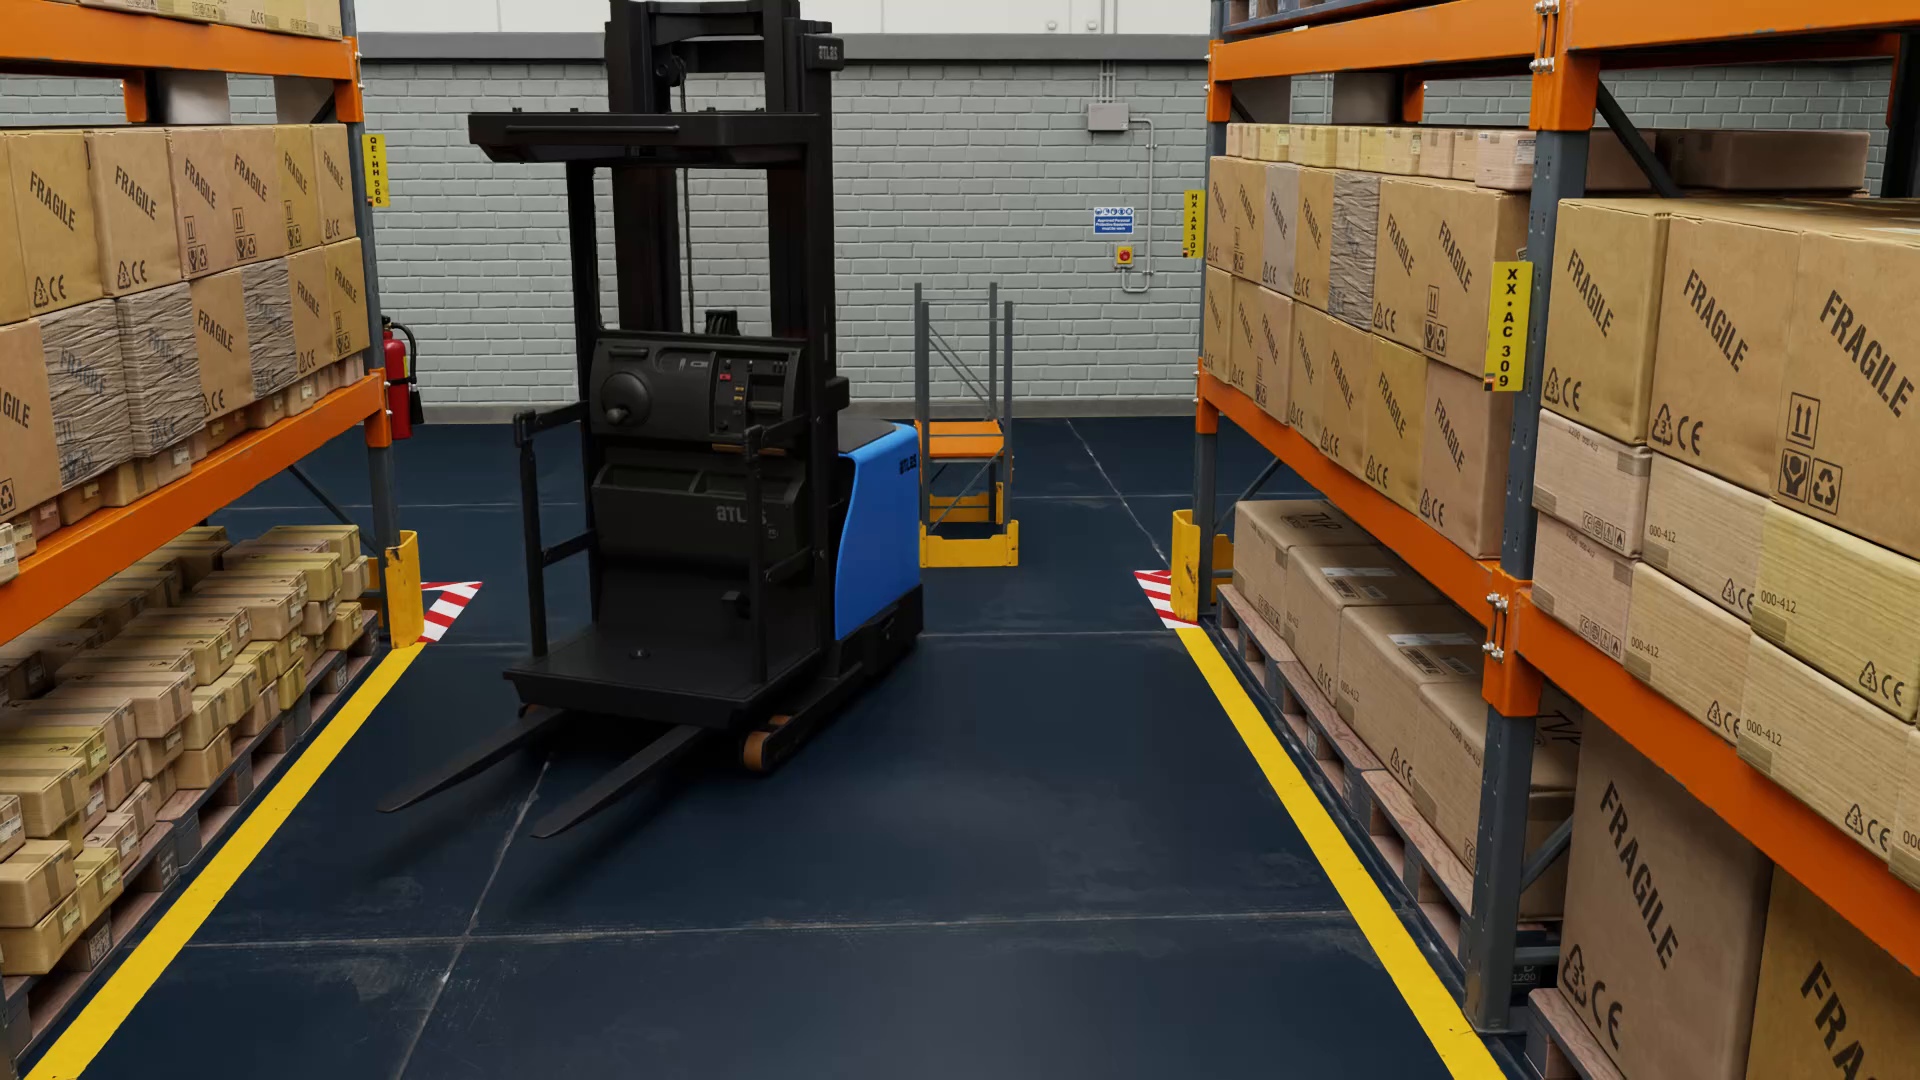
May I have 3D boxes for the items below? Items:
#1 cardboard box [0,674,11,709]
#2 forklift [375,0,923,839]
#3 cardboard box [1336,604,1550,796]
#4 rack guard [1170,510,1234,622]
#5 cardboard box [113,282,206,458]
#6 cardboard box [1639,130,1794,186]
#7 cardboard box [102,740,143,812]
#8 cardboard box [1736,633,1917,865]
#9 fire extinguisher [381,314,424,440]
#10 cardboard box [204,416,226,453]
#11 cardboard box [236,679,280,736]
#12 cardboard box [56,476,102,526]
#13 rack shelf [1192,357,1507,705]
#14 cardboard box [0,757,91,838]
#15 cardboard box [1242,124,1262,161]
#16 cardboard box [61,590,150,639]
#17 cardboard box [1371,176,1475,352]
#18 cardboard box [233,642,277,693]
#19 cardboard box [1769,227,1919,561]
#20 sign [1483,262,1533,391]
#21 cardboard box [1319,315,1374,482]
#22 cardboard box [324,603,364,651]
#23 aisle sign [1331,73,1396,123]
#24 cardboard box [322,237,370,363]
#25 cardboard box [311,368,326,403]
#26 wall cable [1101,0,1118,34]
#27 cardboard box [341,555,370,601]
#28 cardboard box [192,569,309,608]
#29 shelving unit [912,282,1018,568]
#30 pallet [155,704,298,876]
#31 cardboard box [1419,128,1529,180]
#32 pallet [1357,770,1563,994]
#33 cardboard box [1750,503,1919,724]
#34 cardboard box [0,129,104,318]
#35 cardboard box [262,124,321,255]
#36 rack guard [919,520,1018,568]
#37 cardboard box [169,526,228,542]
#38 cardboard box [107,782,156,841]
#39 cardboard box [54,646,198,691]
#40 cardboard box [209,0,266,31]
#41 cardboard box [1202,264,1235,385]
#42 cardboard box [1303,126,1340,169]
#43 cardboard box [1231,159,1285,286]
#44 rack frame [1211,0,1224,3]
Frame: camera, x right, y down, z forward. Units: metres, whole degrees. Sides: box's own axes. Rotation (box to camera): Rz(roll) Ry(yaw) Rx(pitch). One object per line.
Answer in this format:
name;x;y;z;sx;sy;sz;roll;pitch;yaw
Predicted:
cardboard box;-3.403;0.560;5.514;0.380;0.149;0.250;-2;15;-6
forklift;-1.152;-0.623;6.566;1.130;2.935;3.031;5;15;19
cardboard box;1.951;0.567;6.101;0.875;0.438;0.875;-1;14;-5
rack guard;1.689;0.120;8.556;1.175;0.500;0.348;-1;14;-3
cardboard box;-2.808;-0.556;5.372;0.500;0.500;0.500;-1;14;-5
cardboard box;2.146;-1.082;4.705;0.380;0.149;0.250;-1;14;-3
cardboard box;-2.869;0.761;5.329;0.380;0.149;0.250;-2;15;-6
cardboard box;1.752;0.353;2.936;0.500;0.250;0.500;-1;14;-4
fire extinguisher;-2.799;-0.835;8.154;0.296;0.674;0.183;-1;14;-3
cardboard box;-2.917;-0.397;6.054;0.380;0.149;0.250;-1;14;-2
cardboard box;-2.852;0.643;6.384;0.380;0.149;0.250;-1;14;-2
cardboard box;-2.857;-0.138;5.048;0.380;0.149;0.250;-2;15;-6
rack shelf;1.815;-0.239;6.378;1.077;0.370;4.000;-1;14;-3
cardboard box;-2.768;0.743;4.804;0.380;0.149;0.250;0;14;-1
cardboard box;1.425;-1.708;7.137;0.380;0.149;0.250;0;14;-2
cardboard box;-3.420;0.303;6.515;0.380;0.149;0.250;0;14;-1
cardboard box;1.610;-0.862;5.148;0.500;0.500;0.500;-1;14;-4
cardboard box;-2.850;0.499;6.349;0.380;0.149;0.250;0;14;-1
cardboard box;1.766;-0.258;2.800;0.500;0.500;0.500;-1;14;-5
sign;1.385;-0.538;4.203;0.100;0.325;0.005;-1;14;-3
cardboard box;1.571;-0.502;5.758;0.500;0.500;0.500;-1;14;-4
cardboard box;-2.886;0.384;7.391;0.380;0.149;0.250;0;14;-2
aisle sign;1.996;-2.366;7.986;0.394;0.787;0.004;-1;14;-3
cardboard box;-2.959;-1.068;7.358;0.500;0.500;0.500;-1;14;-2
cardboard box;-2.933;-0.660;7.076;0.380;0.149;0.250;-1;14;-4
wall cable;1.057;-5.400;12.955;0.463;3.000;0.029;-1;14;-3
cardboard box;-2.926;0.177;7.600;0.380;0.149;0.250;-1;14;-5
cardboard box;-2.904;0.225;6.816;0.380;0.149;0.250;-1;15;-6
shelving unit;0.005;-0.707;9.766;0.587;1.500;1.083;-1;14;-3
pallet;-3.151;0.892;6.137;1.003;0.211;1.213;-1;14;-3
cardboard box;1.654;-1.200;5.162;0.380;0.149;0.250;-1;14;-4
pallet;1.969;1.070;5.442;1.003;0.211;1.213;-1;14;-3
cardboard box;1.749;0.110;2.878;0.500;0.250;0.500;-1;14;-3
cardboard box;-2.828;-0.909;4.737;0.500;0.500;0.500;-1;14;-5
cardboard box;-2.936;-1.424;6.735;0.500;0.500;0.500;-1;14;-5
rack guard;0.036;0.022;9.440;0.587;0.250;0.087;-1;14;-3
cardboard box;-3.550;0.042;7.529;0.380;0.149;0.250;-2;15;-6
cardboard box;-2.847;0.904;5.371;0.380;0.149;0.250;-1;14;-5
cardboard box;-2.906;0.485;5.806;0.380;0.149;0.250;-1;15;-6
cardboard box;-2.895;-2.004;6.075;0.500;0.250;0.500;0;14;-1
cardboard box;1.434;-1.009;7.728;0.500;0.500;0.500;-1;14;-4
cardboard box;1.490;-1.452;6.142;0.380;0.149;0.250;-1;14;-5
cardboard box;1.475;-1.365;7.104;0.500;0.500;0.500;-1;14;-5
rack frame;1.691;-3.990;7.474;1.000;3.000;0.127;-1;14;-3
